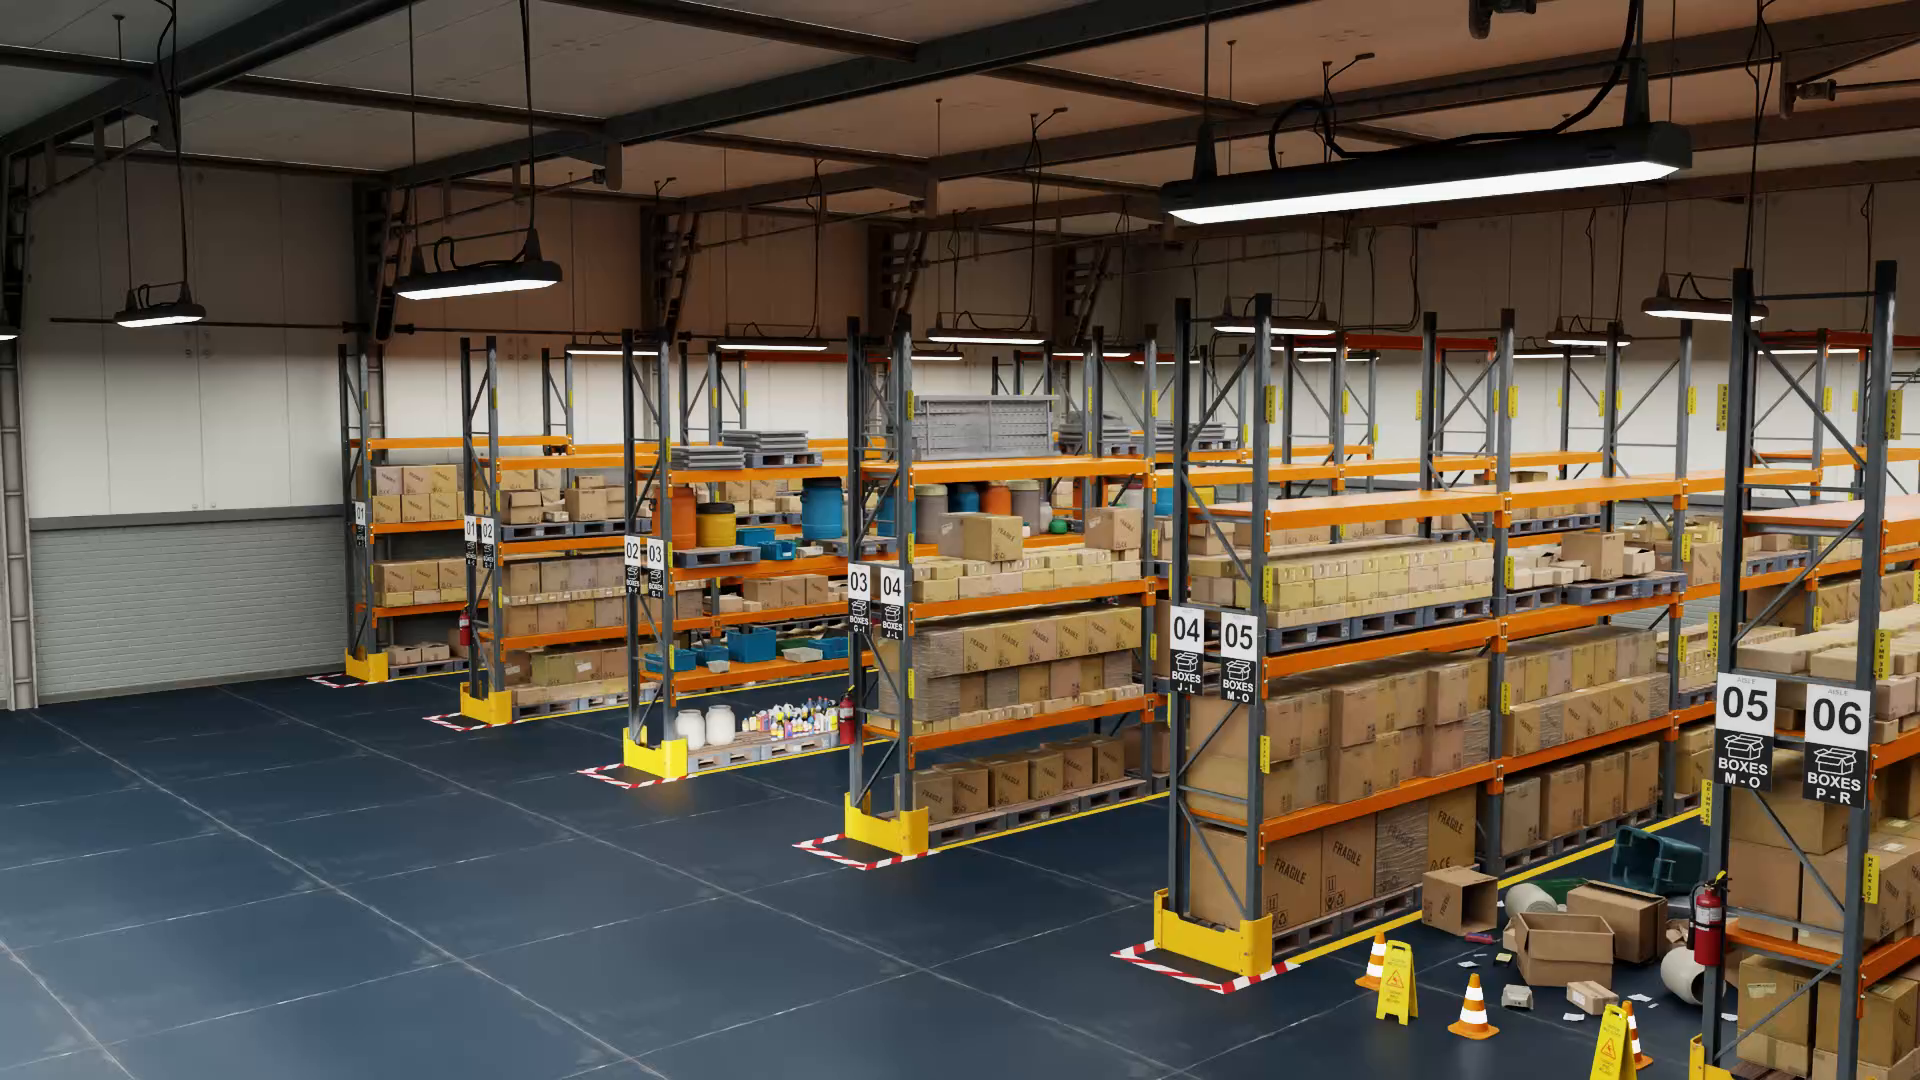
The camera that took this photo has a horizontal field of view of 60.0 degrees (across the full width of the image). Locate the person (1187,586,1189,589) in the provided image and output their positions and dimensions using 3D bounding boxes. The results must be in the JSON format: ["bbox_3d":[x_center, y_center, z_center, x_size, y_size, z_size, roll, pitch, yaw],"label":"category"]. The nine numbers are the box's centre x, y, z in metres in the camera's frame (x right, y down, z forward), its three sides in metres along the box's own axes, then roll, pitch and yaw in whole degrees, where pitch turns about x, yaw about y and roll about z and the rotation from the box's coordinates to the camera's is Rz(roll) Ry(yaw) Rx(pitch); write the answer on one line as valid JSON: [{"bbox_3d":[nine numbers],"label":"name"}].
[{"bbox_3d":[4.997,1.315,35.243,0.949,1.432,0.514,-3,6,-28],"label":"person"}]

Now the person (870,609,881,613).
[{"bbox_3d":[-1.843,1.167,35.377,0.706,1.667,0.849,3,6,30],"label":"person"}]
